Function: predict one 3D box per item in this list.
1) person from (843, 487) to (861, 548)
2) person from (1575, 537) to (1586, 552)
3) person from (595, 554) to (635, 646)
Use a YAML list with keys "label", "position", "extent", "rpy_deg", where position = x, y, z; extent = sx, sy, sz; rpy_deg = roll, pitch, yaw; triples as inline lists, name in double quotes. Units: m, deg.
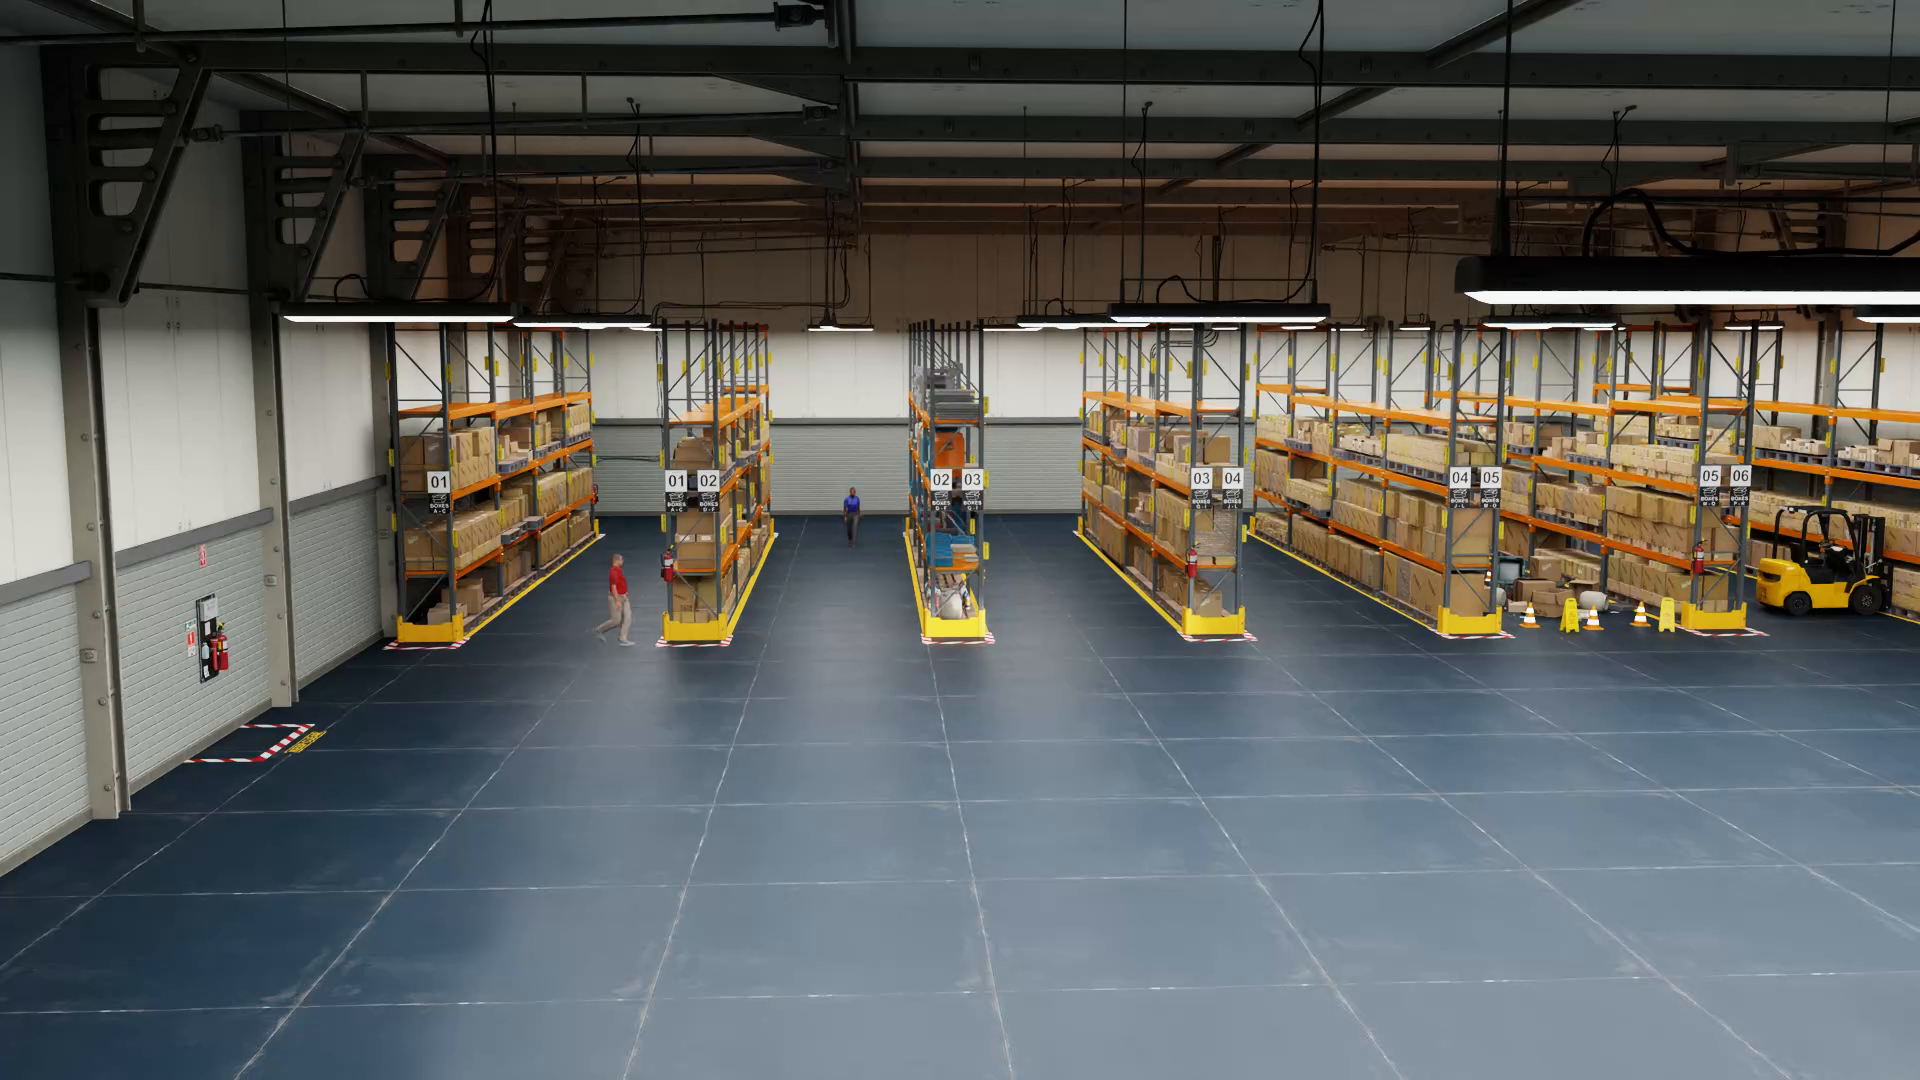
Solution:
- label: "person"
  position: [-2.906, -0.618, 44.871]
  extent: [0.462, 1.615, 0.928]
  rpy_deg: [0, 7, 2]
- label: "person"
  position: [16.209, -0.478, 43.545]
  extent: [0.436, 1.683, 0.469]
  rpy_deg: [2, 7, 15]
- label: "person"
  position: [-6.347, 1.100, 30.541]
  extent: [0.720, 1.689, 0.502]
  rpy_deg: [3, 8, 25]
